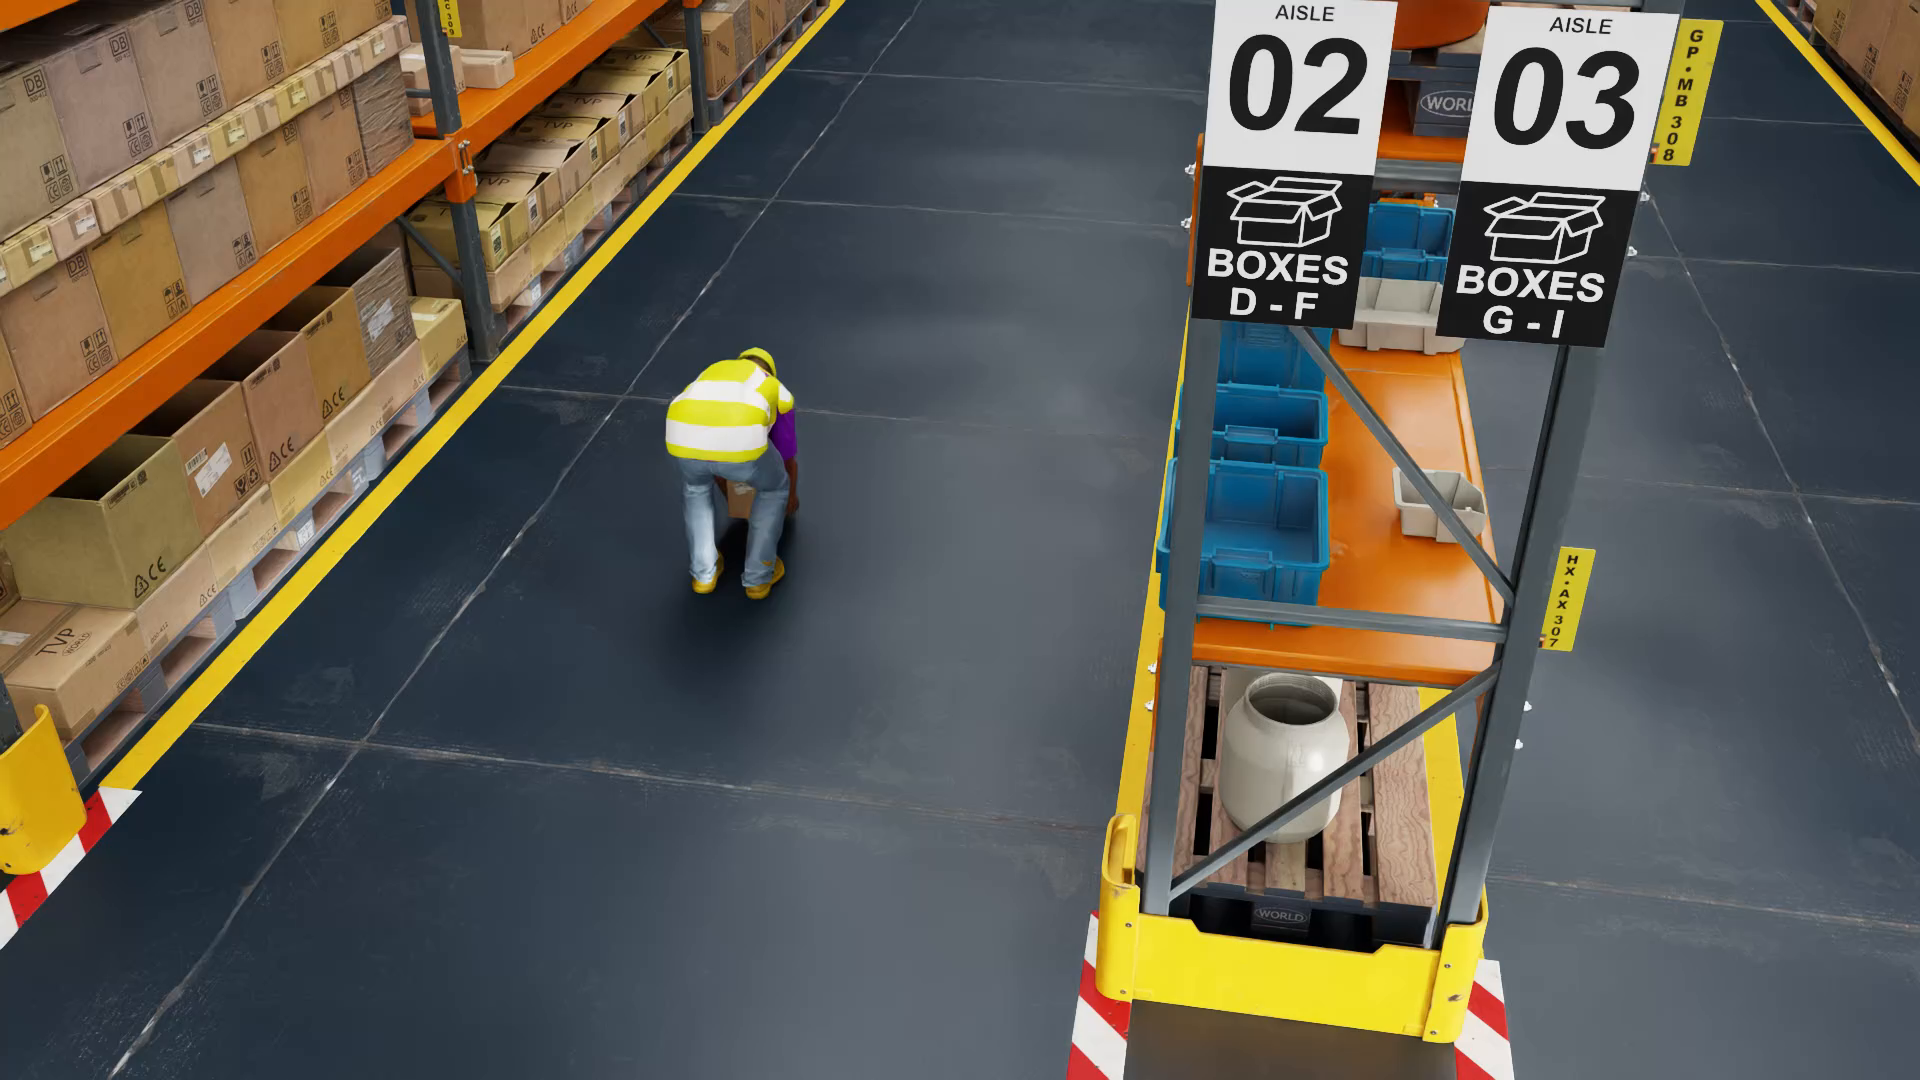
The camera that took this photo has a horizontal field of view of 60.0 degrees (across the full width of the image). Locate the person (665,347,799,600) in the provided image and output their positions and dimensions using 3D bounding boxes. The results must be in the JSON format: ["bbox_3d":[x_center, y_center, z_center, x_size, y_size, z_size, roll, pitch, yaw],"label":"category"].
[{"bbox_3d":[-0.984,-0.348,7.376,0.500,1.006,0.976,4,32,6],"label":"person"}]
